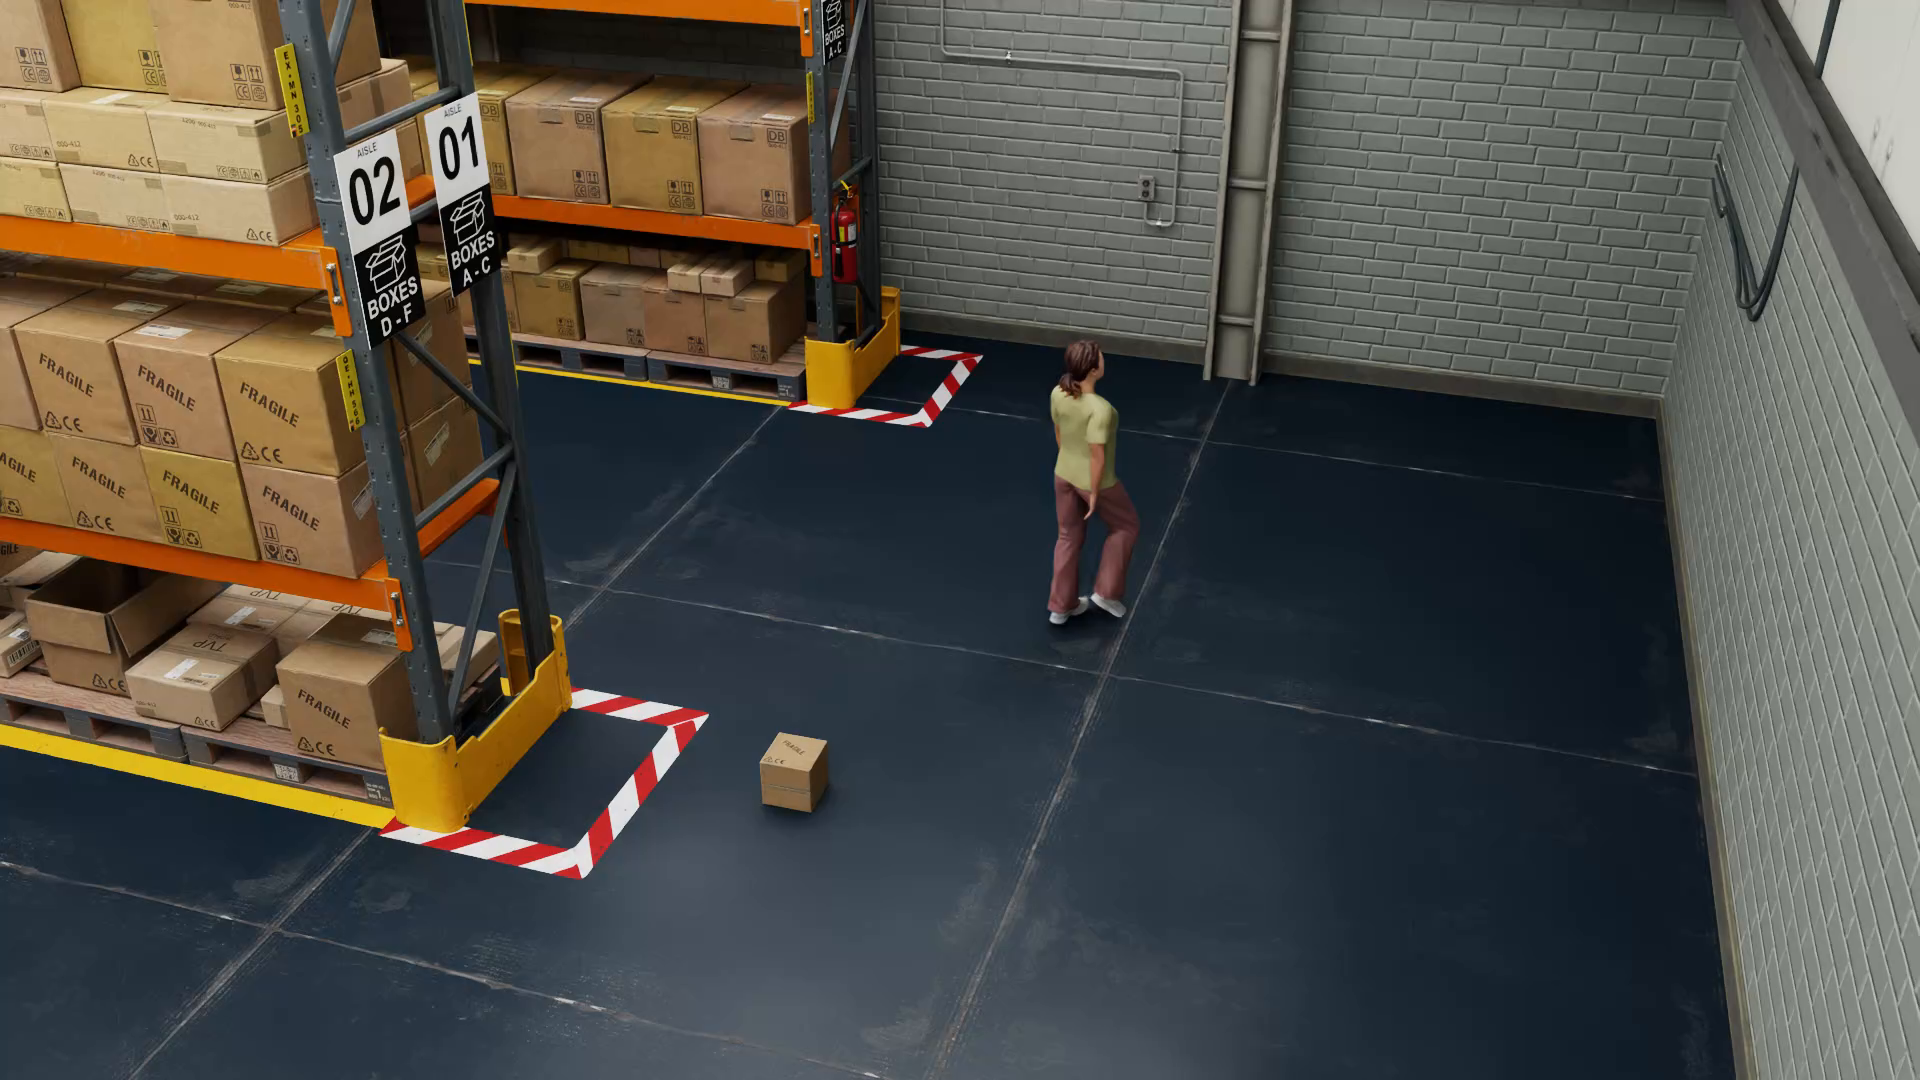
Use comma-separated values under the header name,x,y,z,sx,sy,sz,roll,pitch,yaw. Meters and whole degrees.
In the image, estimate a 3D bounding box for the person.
name,x,y,z,sx,sy,sz,roll,pitch,yaw
person,0.694,-0.302,9.058,0.500,1.722,0.445,-26,38,-38
